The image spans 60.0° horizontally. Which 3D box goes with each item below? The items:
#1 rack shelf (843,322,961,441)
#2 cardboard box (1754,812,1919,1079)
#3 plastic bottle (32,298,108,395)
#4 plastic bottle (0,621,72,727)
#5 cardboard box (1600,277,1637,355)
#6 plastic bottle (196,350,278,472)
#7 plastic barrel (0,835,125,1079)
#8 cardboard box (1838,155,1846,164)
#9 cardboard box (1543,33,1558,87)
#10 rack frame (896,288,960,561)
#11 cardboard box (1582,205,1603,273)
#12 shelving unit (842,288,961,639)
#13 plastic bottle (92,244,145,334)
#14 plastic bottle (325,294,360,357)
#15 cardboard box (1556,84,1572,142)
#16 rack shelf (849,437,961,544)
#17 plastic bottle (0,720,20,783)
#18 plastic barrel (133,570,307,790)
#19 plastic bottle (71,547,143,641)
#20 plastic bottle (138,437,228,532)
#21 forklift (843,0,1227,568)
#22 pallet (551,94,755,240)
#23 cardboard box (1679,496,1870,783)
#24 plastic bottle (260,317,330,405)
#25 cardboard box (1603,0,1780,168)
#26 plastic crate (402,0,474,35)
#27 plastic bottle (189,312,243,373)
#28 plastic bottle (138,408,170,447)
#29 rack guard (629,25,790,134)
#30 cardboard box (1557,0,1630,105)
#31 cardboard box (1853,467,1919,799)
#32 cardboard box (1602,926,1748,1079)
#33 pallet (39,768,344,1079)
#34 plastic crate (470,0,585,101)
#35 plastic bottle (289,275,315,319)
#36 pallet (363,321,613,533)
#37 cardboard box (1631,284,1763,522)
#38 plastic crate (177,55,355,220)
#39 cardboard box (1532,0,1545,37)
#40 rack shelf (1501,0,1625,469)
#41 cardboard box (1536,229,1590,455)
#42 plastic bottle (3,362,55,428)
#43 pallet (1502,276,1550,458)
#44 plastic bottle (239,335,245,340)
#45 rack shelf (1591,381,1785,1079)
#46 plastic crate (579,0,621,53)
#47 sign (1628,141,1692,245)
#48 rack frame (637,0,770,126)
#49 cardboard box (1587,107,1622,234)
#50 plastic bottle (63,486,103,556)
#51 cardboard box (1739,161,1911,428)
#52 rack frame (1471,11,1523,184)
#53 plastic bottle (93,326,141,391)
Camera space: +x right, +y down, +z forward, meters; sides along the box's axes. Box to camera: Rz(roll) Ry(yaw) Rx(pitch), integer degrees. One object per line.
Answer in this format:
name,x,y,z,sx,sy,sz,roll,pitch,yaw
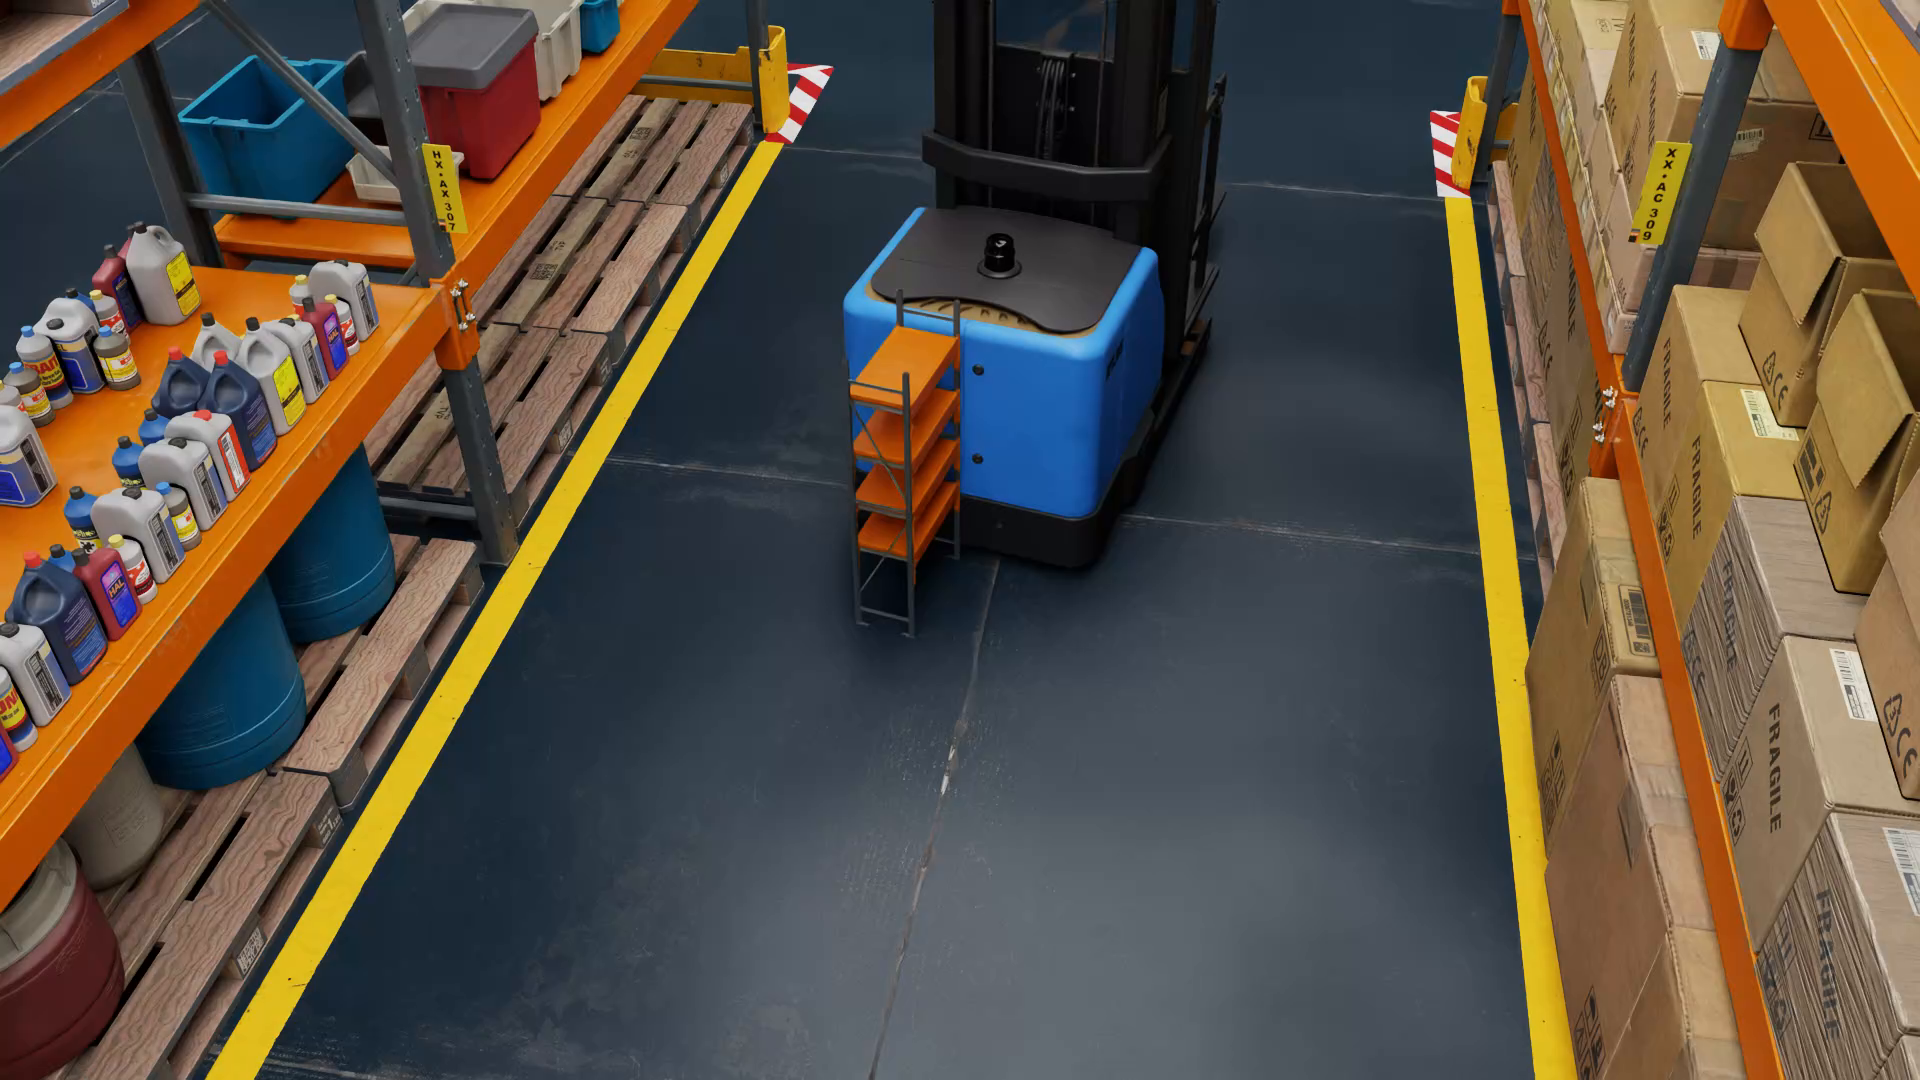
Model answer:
rack shelf,-0.199,-0.566,5.877,0.258,0.148,0.480,13,41,16
cardboard box,1.928,0.905,3.223,0.500,0.500,0.500,5,40,6
plastic bottle,-2.796,-0.612,5.233,0.152,0.276,0.135,6,40,8
plastic bottle,-2.337,0.314,4.113,0.152,0.276,0.135,6,40,8
cardboard box,2.331,-0.722,5.466,0.380,0.149,0.250,7,40,8
plastic bottle,-2.146,-0.390,4.906,0.144,0.351,0.185,6,40,8
plastic barrel,-2.707,1.123,4.601,0.600,0.588,0.708,6,40,8
cardboard box,2.935,-1.210,5.155,0.500,0.500,0.500,6,40,8
cardboard box,2.686,-2.011,7.026,0.380,0.149,0.250,6,40,7
rack frame,-0.114,-0.409,6.303,0.240,1.200,0.015,13,41,16
cardboard box,2.420,-1.045,5.857,0.380,0.149,0.250,6,40,7
shelving unit,-0.199,-0.263,6.127,0.258,1.200,0.503,13,41,16
plastic bottle,-2.784,-0.826,5.486,0.061,0.283,0.133,6,40,8
plastic bottle,-2.021,-0.702,5.401,0.097,0.201,0.097,0,40,0
cardboard box,2.598,-1.688,6.635,0.380,0.149,0.250,7,40,8
rack shelf,-0.199,-0.212,6.170,0.258,0.148,0.480,13,41,16
plastic bottle,-2.332,0.462,3.929,0.061,0.283,0.133,6,40,8
plastic barrel,-2.511,0.293,5.358,0.600,0.901,0.708,6,40,8
plastic bottle,-2.236,0.116,4.347,0.061,0.283,0.133,6,40,8
plastic bottle,-2.201,-0.177,4.707,0.152,0.276,0.135,6,40,8
forklift,0.537,-1.967,6.828,1.130,2.935,3.031,13,41,16
pallet,-1.766,-2.060,9.076,1.003,0.211,1.213,6,40,8
cardboard box,2.102,0.261,4.002,0.500,0.500,0.500,6,40,7
plastic bottle,-2.091,-0.577,5.192,0.152,0.276,0.135,6,40,8
cardboard box,2.508,-1.569,5.590,0.500,0.500,0.500,7,40,8
plastic crate,-2.272,-2.185,7.199,0.293,0.136,0.466,6,40,8
plastic bottle,-2.256,-0.521,5.065,0.144,0.351,0.185,6,40,8
plastic bottle,-2.304,-0.261,4.813,0.097,0.271,0.097,0,40,0
rack guard,-1.594,-2.701,9.625,1.175,0.500,0.348,6,40,8
cardboard box,2.685,-1.917,6.599,0.500,0.250,0.500,6,40,7
cardboard box,2.276,0.206,3.281,0.797,0.503,0.637,8,40,9
cardboard box,2.210,1.587,3.815,1.225,0.875,0.875,7,40,8
pallet,-2.661,1.185,5.151,1.003,0.211,1.213,6,40,8
plastic crate,-1.832,-2.053,6.925,0.437,0.282,0.530,6,40,8
plastic bottle,-2.154,-0.780,5.495,0.097,0.201,0.097,0,40,0
pallet,-2.189,-0.529,7.224,1.003,0.211,1.213,6,40,8
cardboard box,2.275,-0.369,4.764,0.500,0.500,0.500,7,40,8
plastic crate,-2.533,-1.485,6.158,0.392,0.384,0.575,6,40,8
cardboard box,2.775,-2.333,7.415,0.380,0.149,0.250,6,40,7
rack shelf,2.947,-1.569,6.859,1.077,0.370,4.000,6,40,8
cardboard box,2.949,-0.905,6.828,0.875,0.875,0.875,6,40,8
plastic bottle,-2.860,-0.452,5.099,0.097,0.201,0.097,0,40,0
pallet,3.018,-0.753,7.495,1.003,0.211,1.213,6,40,8
plastic bottle,-2.217,-0.551,5.218,0.097,0.201,0.097,0,40,0
rack shelf,2.254,0.941,3.822,1.077,0.370,4.000,6,40,8
plastic crate,-1.688,-2.289,7.249,0.416,0.233,0.300,6,40,8
sign,2.054,-1.016,4.883,0.100,0.325,0.005,6,40,8
rack frame,-1.585,-3.648,8.808,1.000,3.000,0.127,6,40,8
cardboard box,2.506,-1.279,5.828,0.500,0.250,0.500,8,40,9
plastic bottle,-2.367,-0.031,4.535,0.097,0.271,0.097,0,40,0
cardboard box,2.498,-0.615,4.274,0.797,0.503,0.637,5,40,7
rack frame,3.293,-3.102,8.148,1.000,3.000,0.127,6,40,8
plastic bottle,-2.670,-0.581,5.254,0.097,0.201,0.097,0,40,0
